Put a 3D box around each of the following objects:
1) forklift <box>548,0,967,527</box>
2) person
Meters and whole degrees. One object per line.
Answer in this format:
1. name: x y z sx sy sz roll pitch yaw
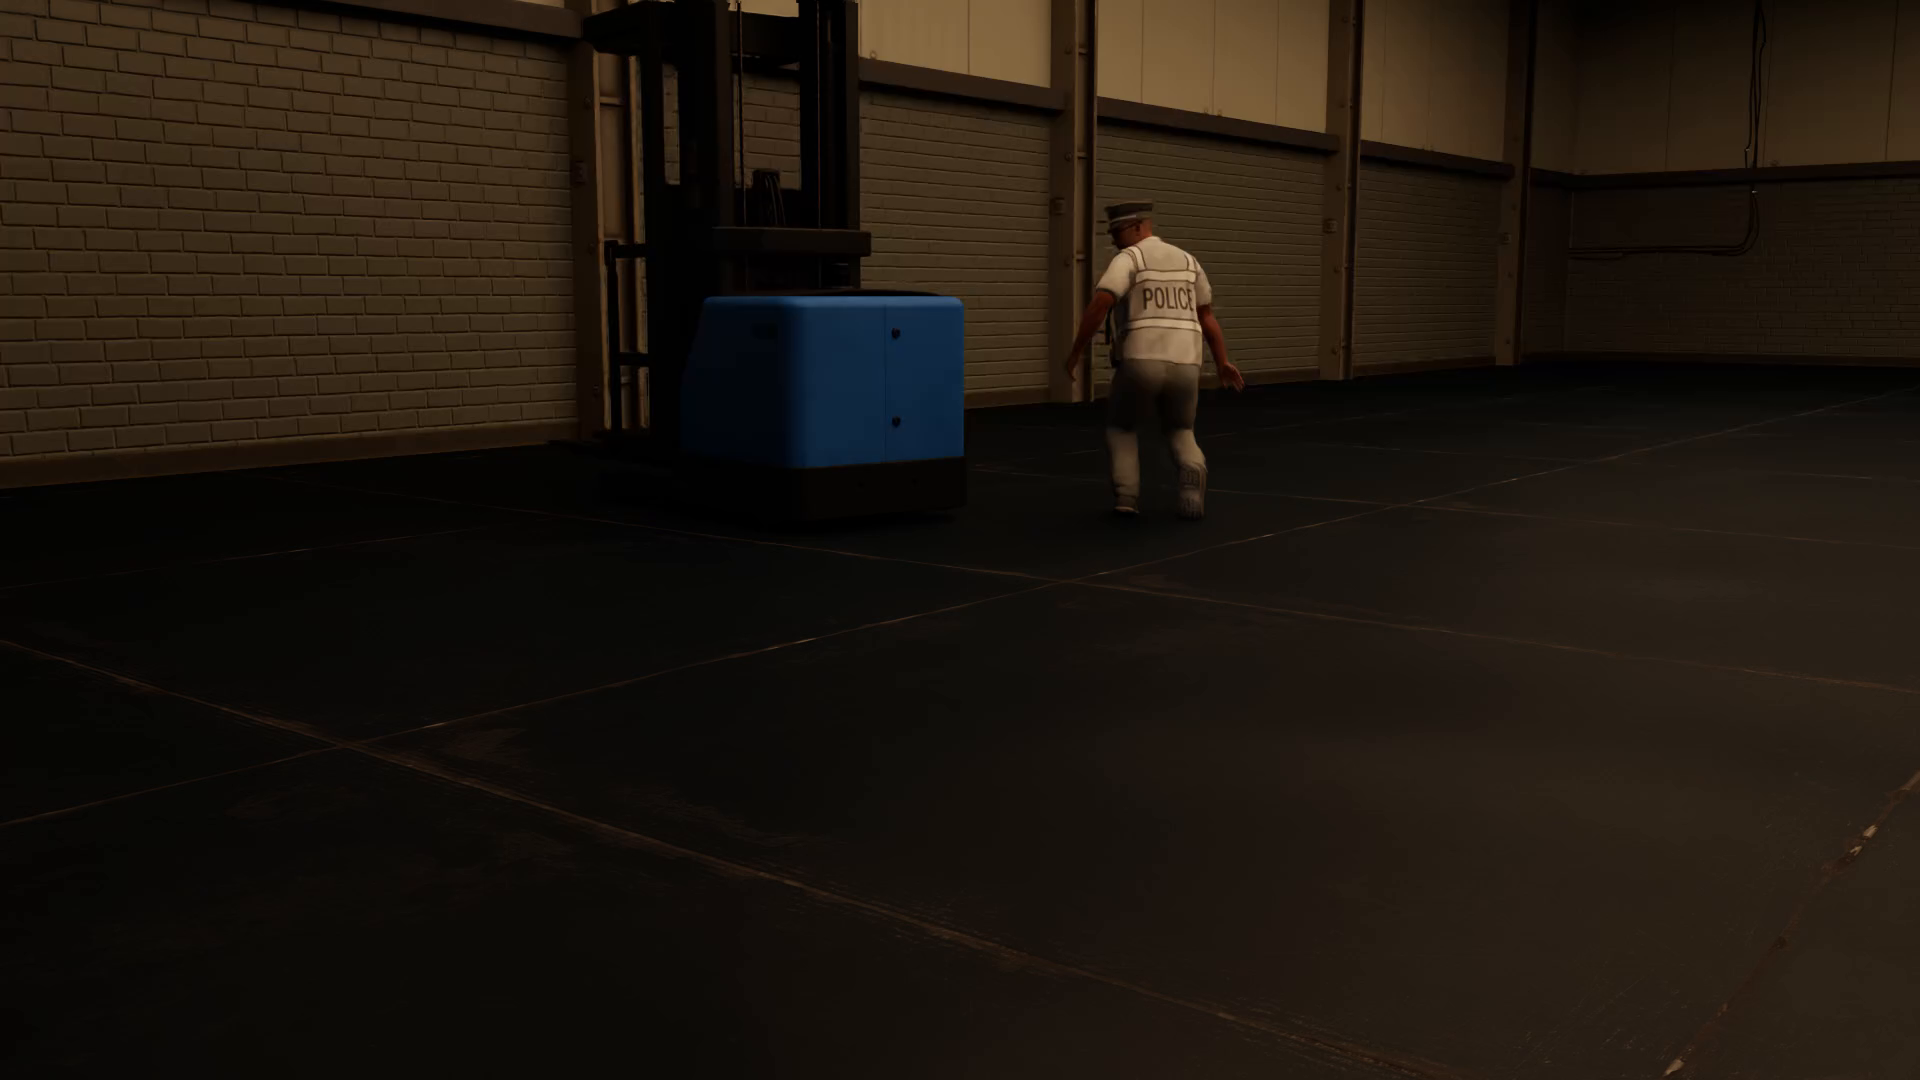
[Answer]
1. forklift: -1.263 -1.677 8.739 1.130 2.935 3.031 -6 10 -37
2. person: 1.000 -0.874 8.195 0.921 1.578 0.610 -2 9 -16
